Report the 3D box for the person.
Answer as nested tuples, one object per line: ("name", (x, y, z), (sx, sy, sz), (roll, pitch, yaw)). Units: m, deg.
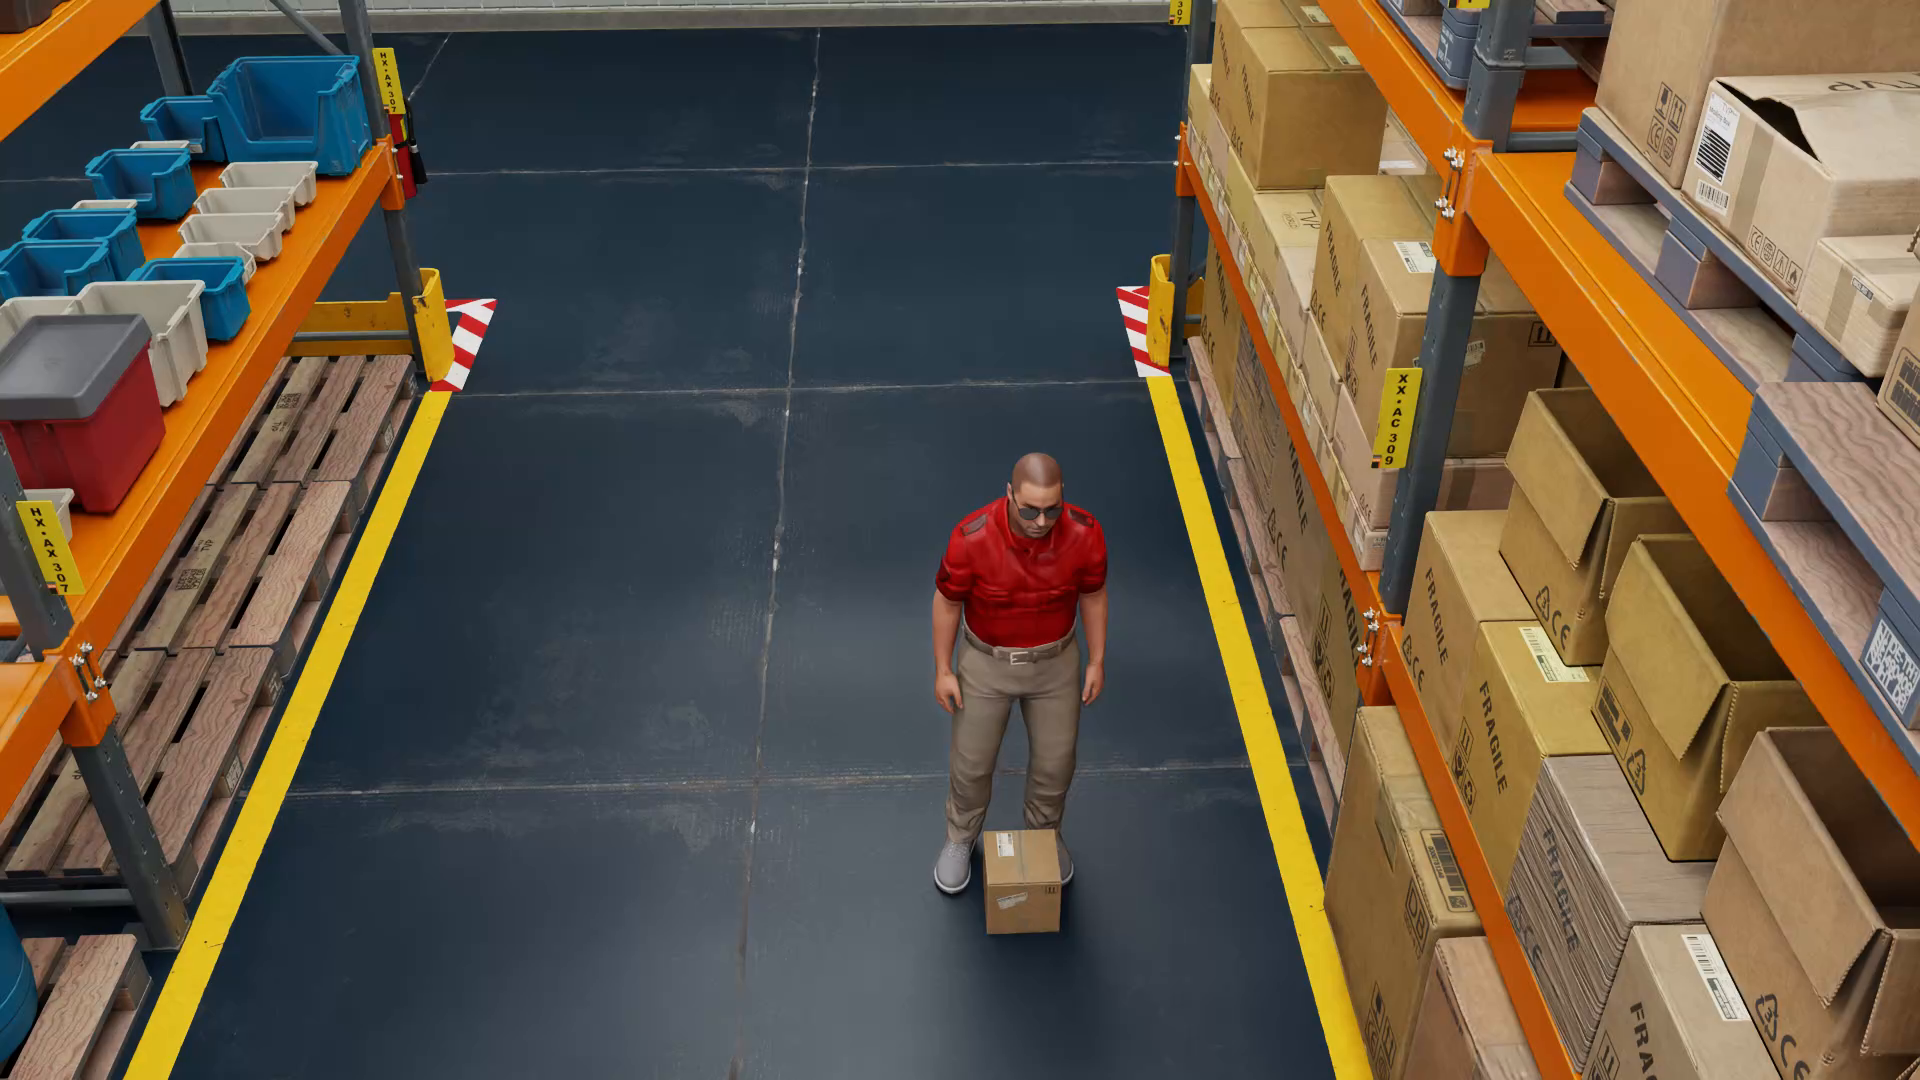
("person", (0.197, 0.430, 5.544), (0.599, 1.726, 0.393), (-3, 35, -5))
